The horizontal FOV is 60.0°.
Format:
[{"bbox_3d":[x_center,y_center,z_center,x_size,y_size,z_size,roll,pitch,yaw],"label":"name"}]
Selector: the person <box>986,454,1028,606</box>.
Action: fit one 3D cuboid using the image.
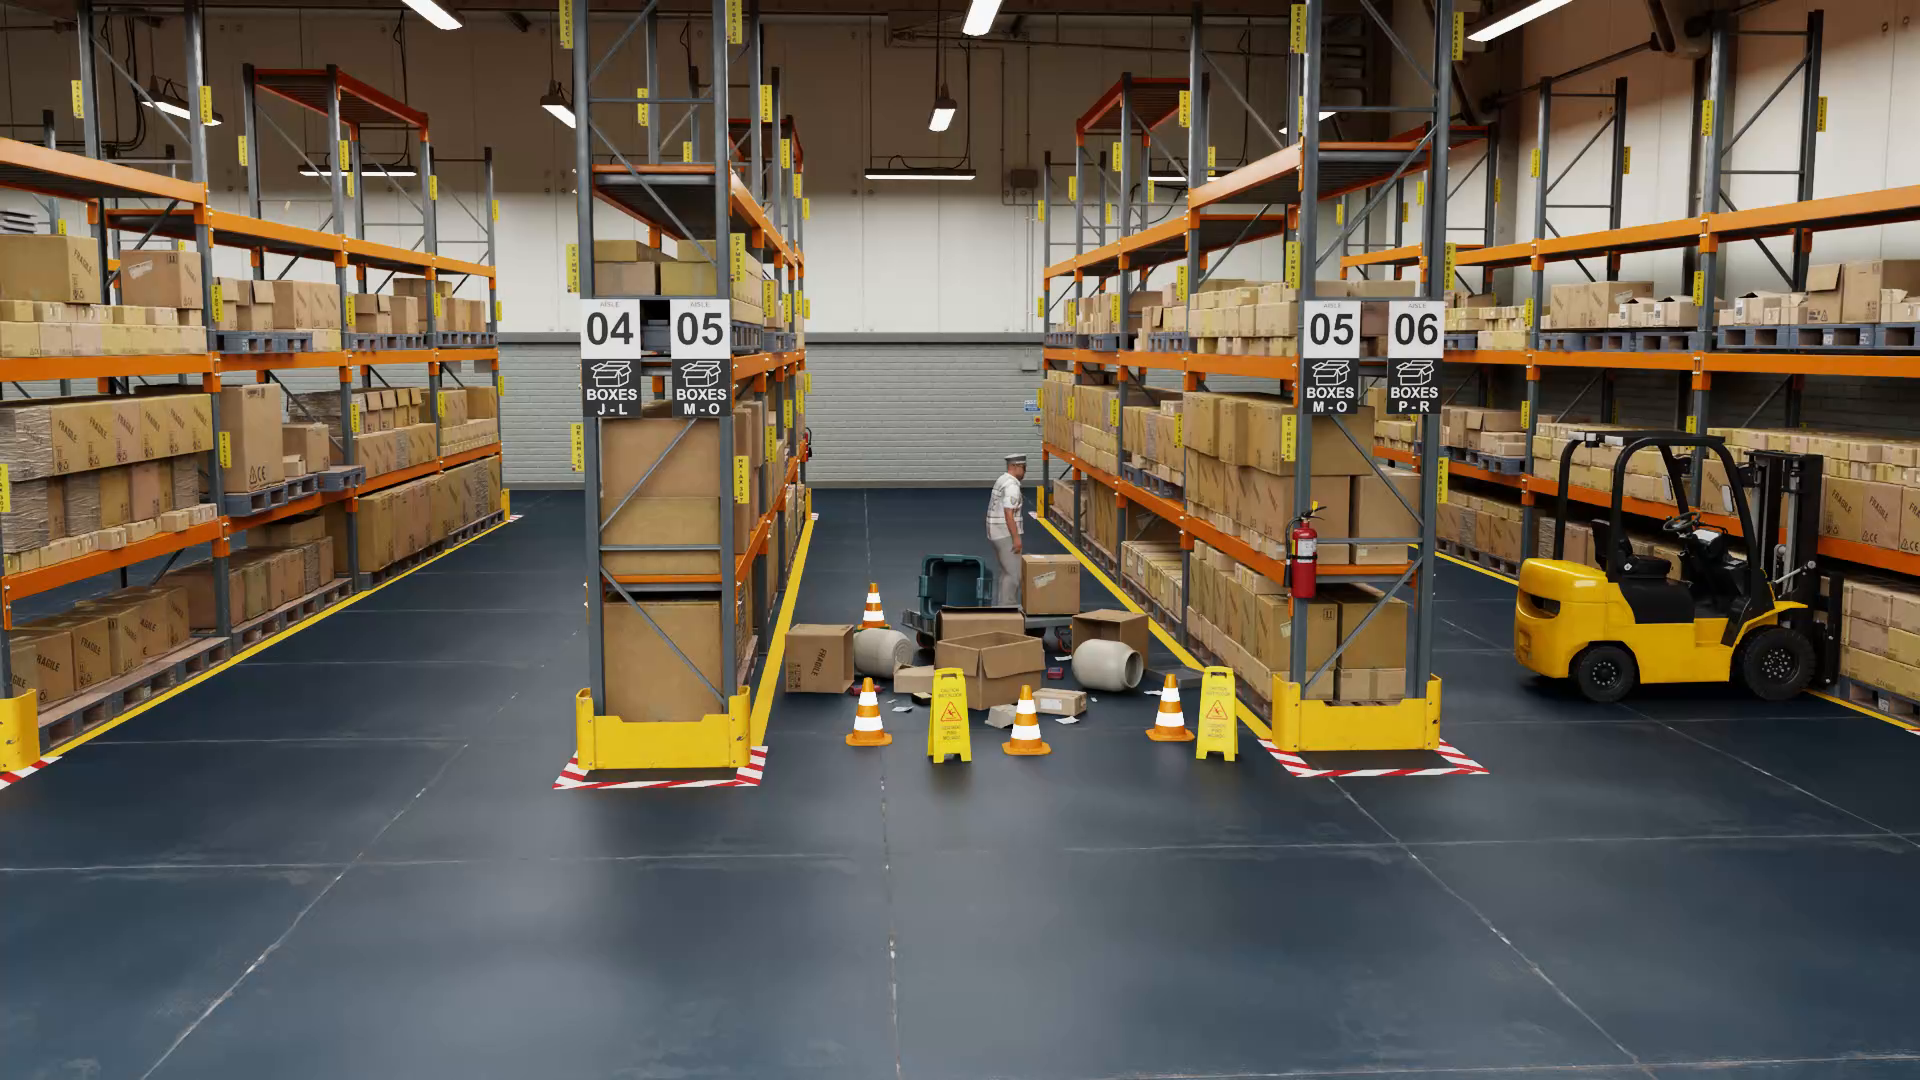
[{"bbox_3d":[0.508,-0.031,17.468,0.444,1.747,0.604,-1,7,-7],"label":"person"}]
